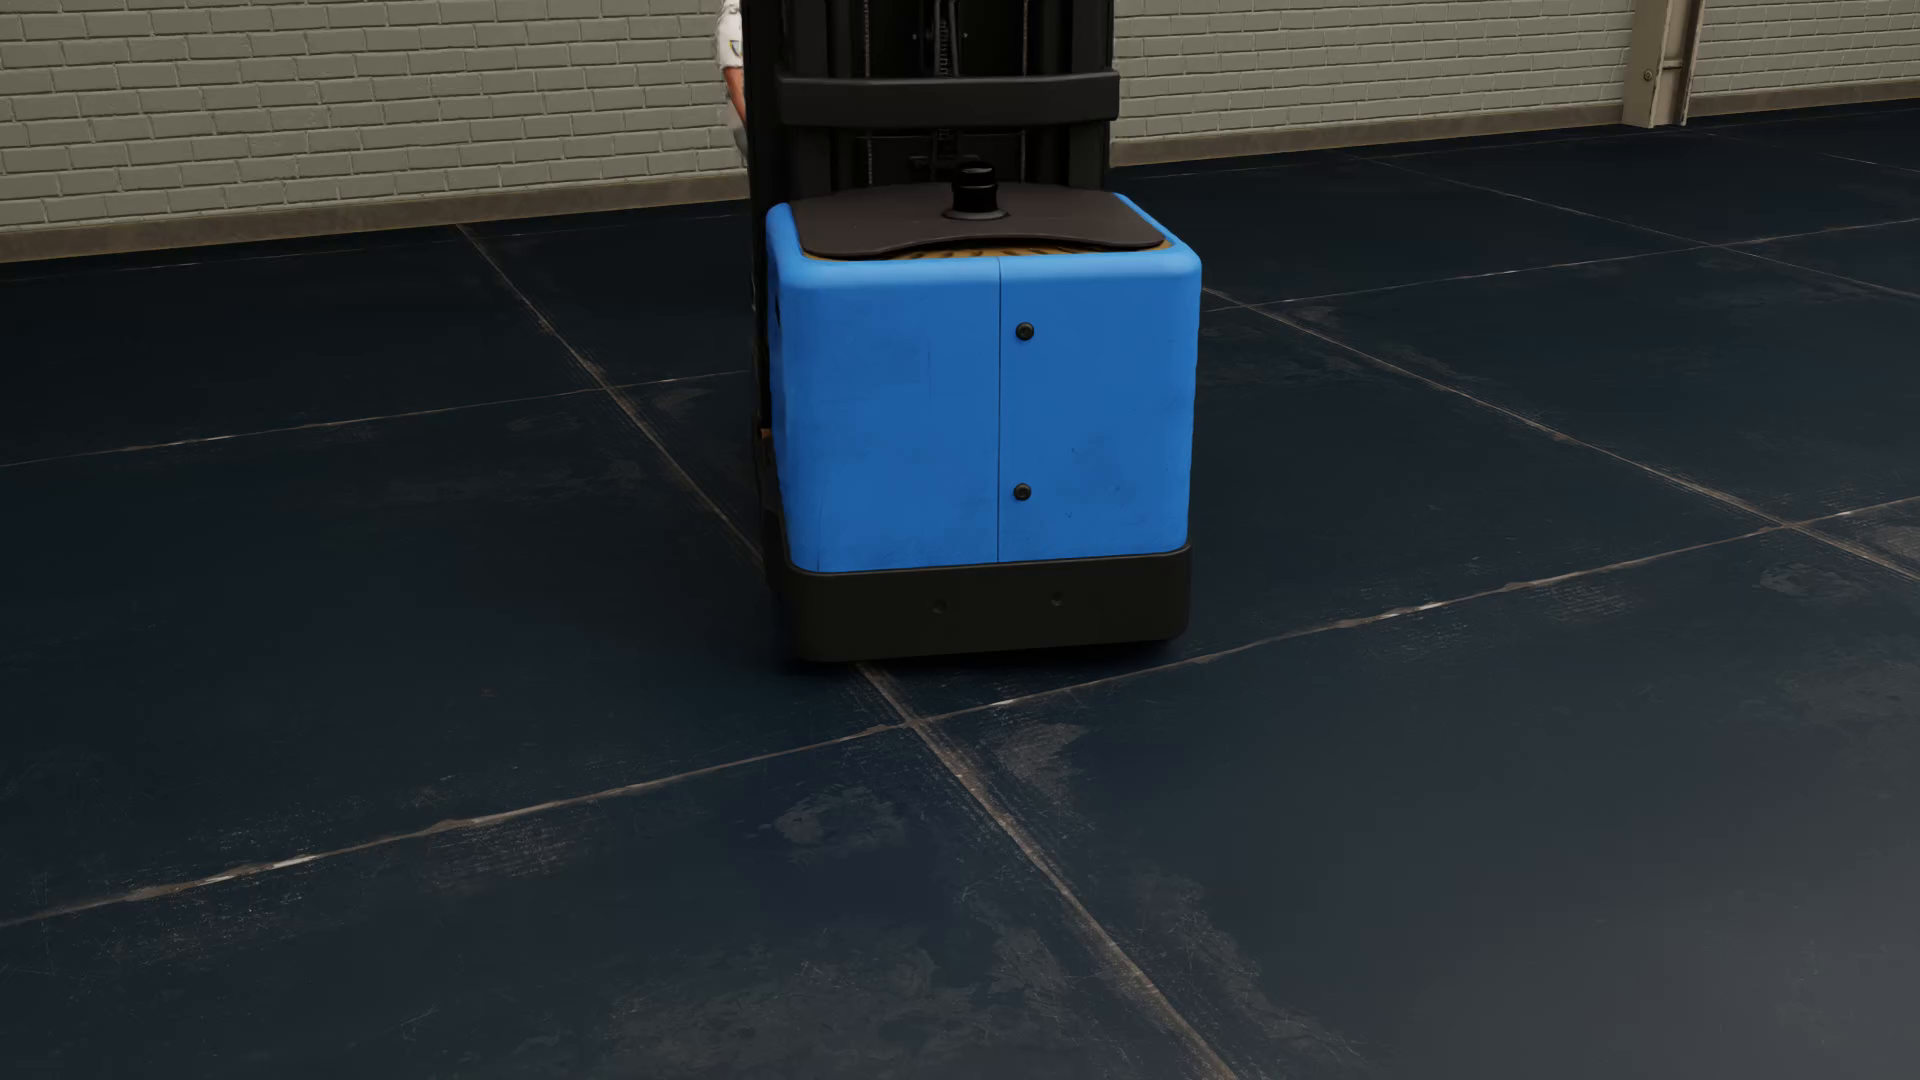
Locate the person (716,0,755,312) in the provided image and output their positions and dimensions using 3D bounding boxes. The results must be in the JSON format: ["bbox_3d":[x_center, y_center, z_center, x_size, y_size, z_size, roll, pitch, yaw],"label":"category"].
[{"bbox_3d":[-0.810,-1.900,7.518,0.538,1.648,0.832,8,24,19],"label":"person"}]

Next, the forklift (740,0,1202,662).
[{"bbox_3d":[-0.131,-1.578,5.084,1.130,2.935,3.031,-3,23,-8],"label":"forklift"}]
